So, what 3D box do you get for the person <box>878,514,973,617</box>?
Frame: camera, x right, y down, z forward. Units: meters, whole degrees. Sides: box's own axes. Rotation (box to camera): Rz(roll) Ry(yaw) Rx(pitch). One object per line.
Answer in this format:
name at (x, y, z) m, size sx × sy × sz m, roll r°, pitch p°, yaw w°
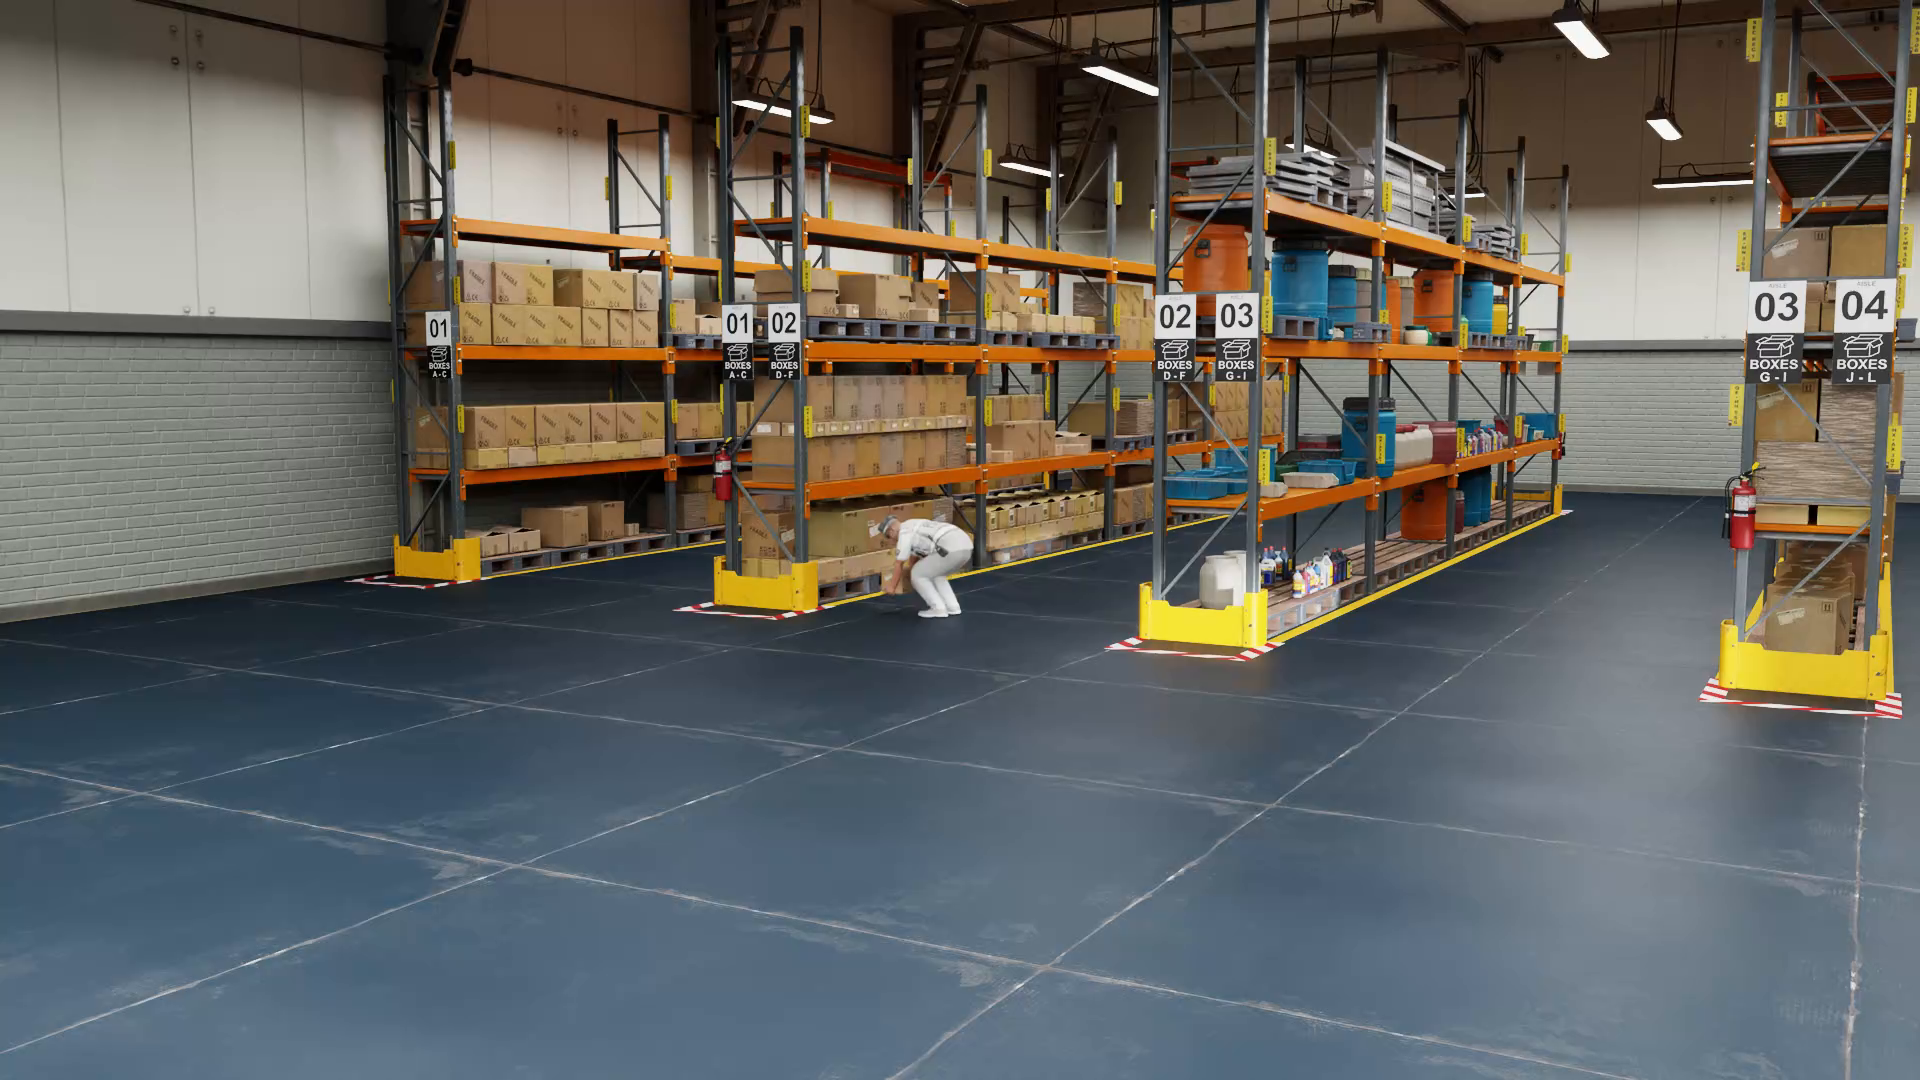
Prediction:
person at (-0.371, 0.259, 17.130) m, size 1.024 × 1.028 × 0.543 m, roll 3°, pitch 7°, yaw 26°
